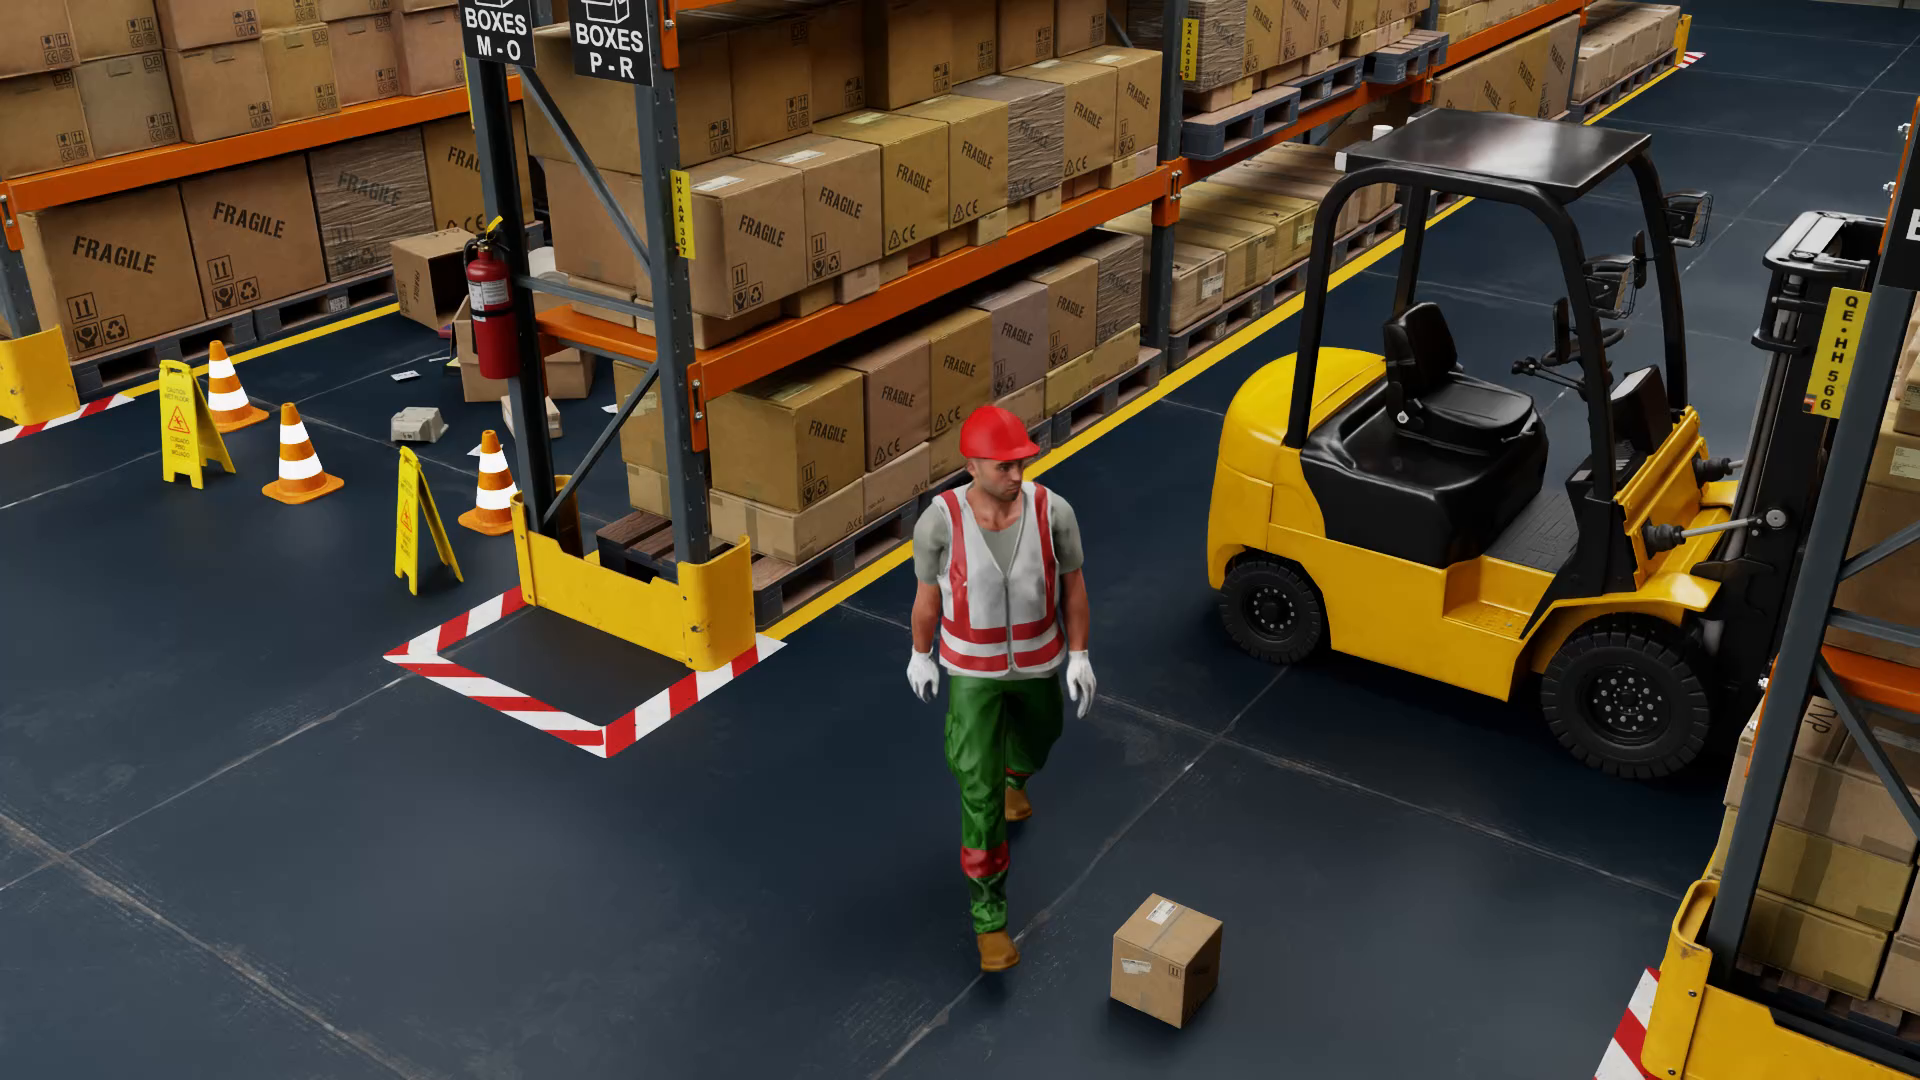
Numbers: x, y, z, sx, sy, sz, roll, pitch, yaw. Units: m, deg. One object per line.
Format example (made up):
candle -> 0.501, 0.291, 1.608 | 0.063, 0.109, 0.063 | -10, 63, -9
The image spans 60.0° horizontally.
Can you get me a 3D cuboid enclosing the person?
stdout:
person -> 0.153, 0.419, 5.304 | 0.572, 1.728, 1.075 | -6, 27, -11
